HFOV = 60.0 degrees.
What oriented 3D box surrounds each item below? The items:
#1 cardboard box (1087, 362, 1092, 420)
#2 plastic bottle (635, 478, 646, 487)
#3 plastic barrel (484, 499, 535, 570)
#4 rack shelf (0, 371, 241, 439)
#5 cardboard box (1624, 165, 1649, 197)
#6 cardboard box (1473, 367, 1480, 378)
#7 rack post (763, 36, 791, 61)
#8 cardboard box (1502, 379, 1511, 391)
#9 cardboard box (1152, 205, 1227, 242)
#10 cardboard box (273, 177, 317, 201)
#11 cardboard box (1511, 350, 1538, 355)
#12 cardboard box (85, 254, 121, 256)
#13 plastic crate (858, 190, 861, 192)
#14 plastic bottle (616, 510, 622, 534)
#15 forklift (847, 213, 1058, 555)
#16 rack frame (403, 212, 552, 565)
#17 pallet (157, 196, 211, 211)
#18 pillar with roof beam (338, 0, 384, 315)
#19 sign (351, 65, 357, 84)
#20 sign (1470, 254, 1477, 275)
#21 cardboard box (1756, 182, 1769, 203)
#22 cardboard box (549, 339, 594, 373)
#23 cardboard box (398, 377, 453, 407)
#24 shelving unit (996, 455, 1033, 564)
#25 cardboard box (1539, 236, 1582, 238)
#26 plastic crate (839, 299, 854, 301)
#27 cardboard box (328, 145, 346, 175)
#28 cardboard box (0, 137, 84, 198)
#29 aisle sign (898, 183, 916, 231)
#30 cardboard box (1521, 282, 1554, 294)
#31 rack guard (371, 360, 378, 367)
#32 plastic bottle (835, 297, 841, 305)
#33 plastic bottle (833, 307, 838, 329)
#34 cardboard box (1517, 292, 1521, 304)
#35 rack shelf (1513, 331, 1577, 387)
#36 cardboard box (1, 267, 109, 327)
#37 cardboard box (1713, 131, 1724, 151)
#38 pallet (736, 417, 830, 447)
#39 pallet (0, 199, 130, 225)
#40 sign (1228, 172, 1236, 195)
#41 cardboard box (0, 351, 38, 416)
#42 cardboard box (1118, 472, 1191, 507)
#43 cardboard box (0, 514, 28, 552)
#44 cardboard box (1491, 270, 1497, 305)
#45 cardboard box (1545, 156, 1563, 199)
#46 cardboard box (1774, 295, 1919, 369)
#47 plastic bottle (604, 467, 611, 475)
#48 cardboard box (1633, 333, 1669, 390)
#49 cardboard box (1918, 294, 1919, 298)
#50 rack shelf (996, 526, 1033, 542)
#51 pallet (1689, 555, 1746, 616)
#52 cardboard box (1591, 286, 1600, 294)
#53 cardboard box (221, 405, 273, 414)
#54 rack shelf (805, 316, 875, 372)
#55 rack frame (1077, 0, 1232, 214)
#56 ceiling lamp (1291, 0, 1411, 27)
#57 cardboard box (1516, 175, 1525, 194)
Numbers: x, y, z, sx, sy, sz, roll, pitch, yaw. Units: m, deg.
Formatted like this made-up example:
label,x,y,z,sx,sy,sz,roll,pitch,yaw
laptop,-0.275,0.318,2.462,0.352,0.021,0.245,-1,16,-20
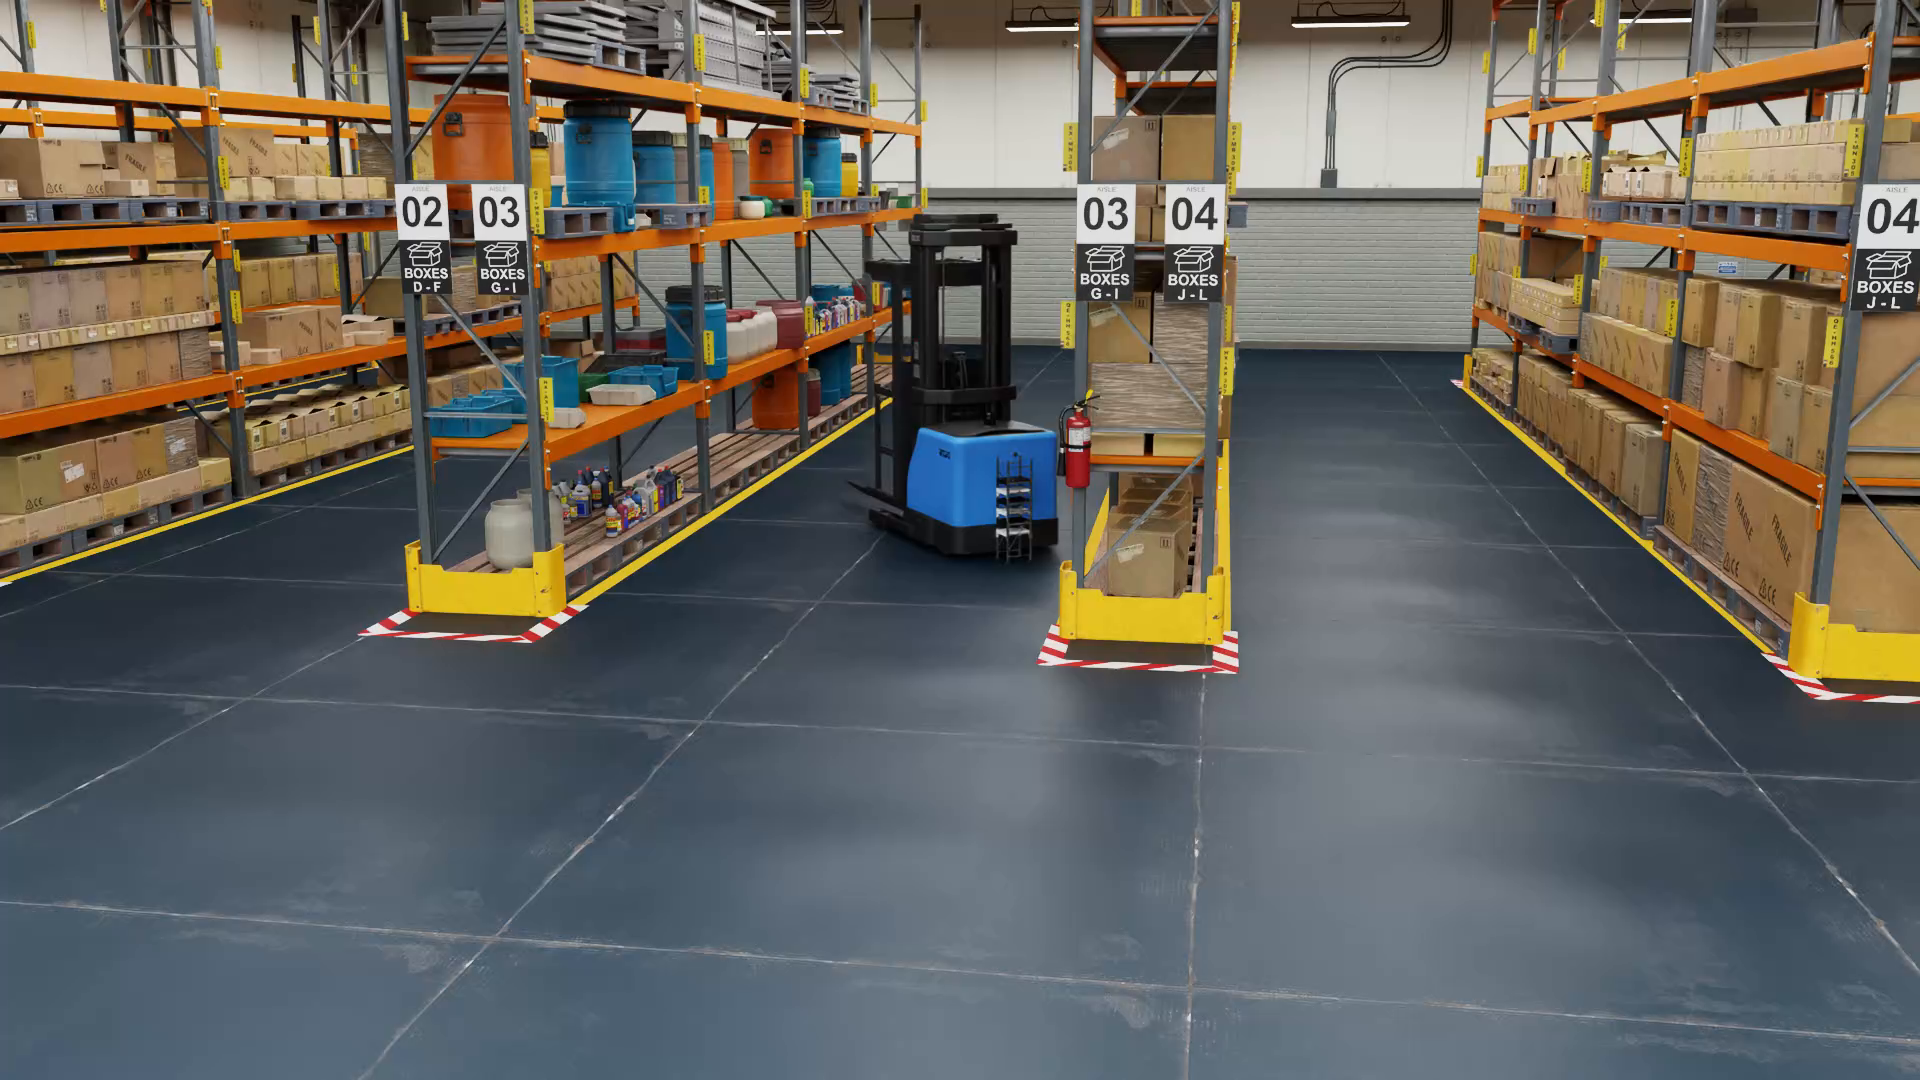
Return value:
label,x,y,z,sx,sy,sz,roll,pitch,yaw
cardboard box,1.370,-1.175,12.637,0.875,0.500,0.500,2,12,9
plastic bottle,-2.973,-0.452,15.647,0.152,0.276,0.135,2,12,9
plastic barrel,-3.569,-0.048,13.261,0.421,0.512,0.421,0,12,0
rack shelf,-8.181,-1.145,15.152,1.077,0.370,4.000,2,12,9
cardboard box,6.931,-3.565,16.528,0.500,0.311,0.500,2,12,8
cardboard box,8.249,-2.621,26.061,0.380,0.149,0.250,2,12,10
rack post,-2.341,-5.935,20.204,0.624,0.289,0.986,2,12,9
cardboard box,7.794,-2.165,23.239,0.380,0.149,0.250,1,12,6
cardboard box,1.629,-2.244,11.777,0.500,0.250,0.500,2,12,10
cardboard box,-7.518,-3.908,18.501,0.500,0.250,0.500,1,12,4
cardboard box,8.719,-2.841,25.672,0.380,0.149,0.250,2,12,10
cardboard box,-12.097,-3.899,23.453,0.500,0.250,0.500,2,12,7
plastic crate,-1.779,-5.207,25.452,0.437,0.282,0.530,2,12,9
plastic bottle,-2.992,-0.155,14.448,0.097,0.201,0.097,0,12,0
forklift,-0.214,-1.566,15.559,1.130,2.935,3.031,-6,13,-25
rack frame,-3.594,-0.919,12.396,1.000,3.000,0.127,2,12,9
pallet,-11.630,-4.919,24.287,0.805,0.209,1.217,1,12,6
pillar with roof beam,-7.108,-7.954,30.799,9.100,9.000,0.548,2,12,9
sign,-10.389,-7.978,28.506,0.100,0.325,0.005,2,12,9
sign,8.110,-4.348,26.253,0.100,0.325,0.005,2,12,9
cardboard box,6.137,-2.572,12.309,0.380,0.149,0.250,2,12,9
cardboard box,-6.359,-2.965,26.767,0.797,0.503,0.637,2,12,9
cardboard box,-6.905,-1.824,21.485,0.500,0.500,0.500,2,12,11
shelving unit,0.467,-0.262,14.330,0.258,0.900,0.210,-6,13,-25
cardboard box,8.514,-4.056,23.636,0.500,0.500,0.500,2,12,10
plastic crate,-1.842,-3.554,25.131,0.437,0.125,0.590,2,12,9
cardboard box,-10.766,-6.424,28.158,0.500,0.500,0.500,2,12,8
cardboard box,-7.963,-3.206,14.321,0.500,0.500,0.500,2,12,9
aisle sign,-0.833,-5.526,27.602,0.394,0.787,0.004,2,12,9
cardboard box,7.396,-3.218,21.249,0.380,0.149,0.250,2,12,8
rack guard,-10.919,-3.354,29.626,1.175,0.500,0.348,2,12,9
plastic bottle,-1.709,-3.196,23.077,0.144,0.351,0.185,2,12,9
plastic bottle,-1.671,-2.961,22.145,0.061,0.283,0.133,2,12,9
cardboard box,7.438,-3.128,21.538,0.380,0.149,0.250,2,12,10
rack shelf,7.723,-2.307,20.543,1.077,0.370,4.000,2,12,9
cardboard box,-8.166,-2.190,14.977,0.700,0.500,0.500,2,12,9
cardboard box,6.331,-3.227,13.451,0.380,0.149,0.250,2,12,8
pallet,-2.284,-1.387,21.185,1.003,0.211,1.213,2,12,9
pallet,-8.169,-2.905,14.698,1.003,0.211,1.213,2,12,9
sign,2.452,-3.295,15.070,0.100,0.325,0.005,2,12,9
cardboard box,-8.328,-1.336,14.090,0.700,0.500,0.500,2,12,10
cardboard box,1.733,-0.373,14.799,0.500,0.500,0.500,6,14,27
cardboard box,-8.186,-0.046,13.874,0.500,0.250,0.500,2,12,9
cardboard box,8.087,-3.697,24.343,0.500,0.500,0.500,2,12,7
cardboard box,7.663,-4.480,20.555,0.797,0.503,0.637,2,12,8
cardboard box,6.494,-1.484,12.096,0.875,0.550,0.550,2,12,9
plastic bottle,-3.461,-0.581,16.258,0.097,0.271,0.097,0,12,0
cardboard box,6.694,-1.681,15.693,0.500,0.500,0.500,2,12,8
cardboard box,12.591,-3.024,21.333,0.500,0.250,0.500,2,12,7
rack shelf,0.467,-0.053,14.375,0.258,0.077,0.200,-6,13,-25
pallet,6.421,0.364,13.060,1.003,0.211,1.213,2,12,9
cardboard box,7.921,-3.031,20.382,0.380,0.149,0.250,2,12,8
cardboard box,-7.941,-1.354,18.613,0.500,0.311,0.500,2,12,8
rack shelf,-2.056,-2.649,22.131,1.077,0.370,4.000,2,12,9
rack frame,1.300,-3.691,11.019,1.000,3.000,0.127,2,12,9
ceiling lamp,6.679,-10.352,28.070,2.000,3.185,0.800,2,12,9
cardboard box,7.850,-4.817,22.530,0.500,0.250,0.500,1,12,6
